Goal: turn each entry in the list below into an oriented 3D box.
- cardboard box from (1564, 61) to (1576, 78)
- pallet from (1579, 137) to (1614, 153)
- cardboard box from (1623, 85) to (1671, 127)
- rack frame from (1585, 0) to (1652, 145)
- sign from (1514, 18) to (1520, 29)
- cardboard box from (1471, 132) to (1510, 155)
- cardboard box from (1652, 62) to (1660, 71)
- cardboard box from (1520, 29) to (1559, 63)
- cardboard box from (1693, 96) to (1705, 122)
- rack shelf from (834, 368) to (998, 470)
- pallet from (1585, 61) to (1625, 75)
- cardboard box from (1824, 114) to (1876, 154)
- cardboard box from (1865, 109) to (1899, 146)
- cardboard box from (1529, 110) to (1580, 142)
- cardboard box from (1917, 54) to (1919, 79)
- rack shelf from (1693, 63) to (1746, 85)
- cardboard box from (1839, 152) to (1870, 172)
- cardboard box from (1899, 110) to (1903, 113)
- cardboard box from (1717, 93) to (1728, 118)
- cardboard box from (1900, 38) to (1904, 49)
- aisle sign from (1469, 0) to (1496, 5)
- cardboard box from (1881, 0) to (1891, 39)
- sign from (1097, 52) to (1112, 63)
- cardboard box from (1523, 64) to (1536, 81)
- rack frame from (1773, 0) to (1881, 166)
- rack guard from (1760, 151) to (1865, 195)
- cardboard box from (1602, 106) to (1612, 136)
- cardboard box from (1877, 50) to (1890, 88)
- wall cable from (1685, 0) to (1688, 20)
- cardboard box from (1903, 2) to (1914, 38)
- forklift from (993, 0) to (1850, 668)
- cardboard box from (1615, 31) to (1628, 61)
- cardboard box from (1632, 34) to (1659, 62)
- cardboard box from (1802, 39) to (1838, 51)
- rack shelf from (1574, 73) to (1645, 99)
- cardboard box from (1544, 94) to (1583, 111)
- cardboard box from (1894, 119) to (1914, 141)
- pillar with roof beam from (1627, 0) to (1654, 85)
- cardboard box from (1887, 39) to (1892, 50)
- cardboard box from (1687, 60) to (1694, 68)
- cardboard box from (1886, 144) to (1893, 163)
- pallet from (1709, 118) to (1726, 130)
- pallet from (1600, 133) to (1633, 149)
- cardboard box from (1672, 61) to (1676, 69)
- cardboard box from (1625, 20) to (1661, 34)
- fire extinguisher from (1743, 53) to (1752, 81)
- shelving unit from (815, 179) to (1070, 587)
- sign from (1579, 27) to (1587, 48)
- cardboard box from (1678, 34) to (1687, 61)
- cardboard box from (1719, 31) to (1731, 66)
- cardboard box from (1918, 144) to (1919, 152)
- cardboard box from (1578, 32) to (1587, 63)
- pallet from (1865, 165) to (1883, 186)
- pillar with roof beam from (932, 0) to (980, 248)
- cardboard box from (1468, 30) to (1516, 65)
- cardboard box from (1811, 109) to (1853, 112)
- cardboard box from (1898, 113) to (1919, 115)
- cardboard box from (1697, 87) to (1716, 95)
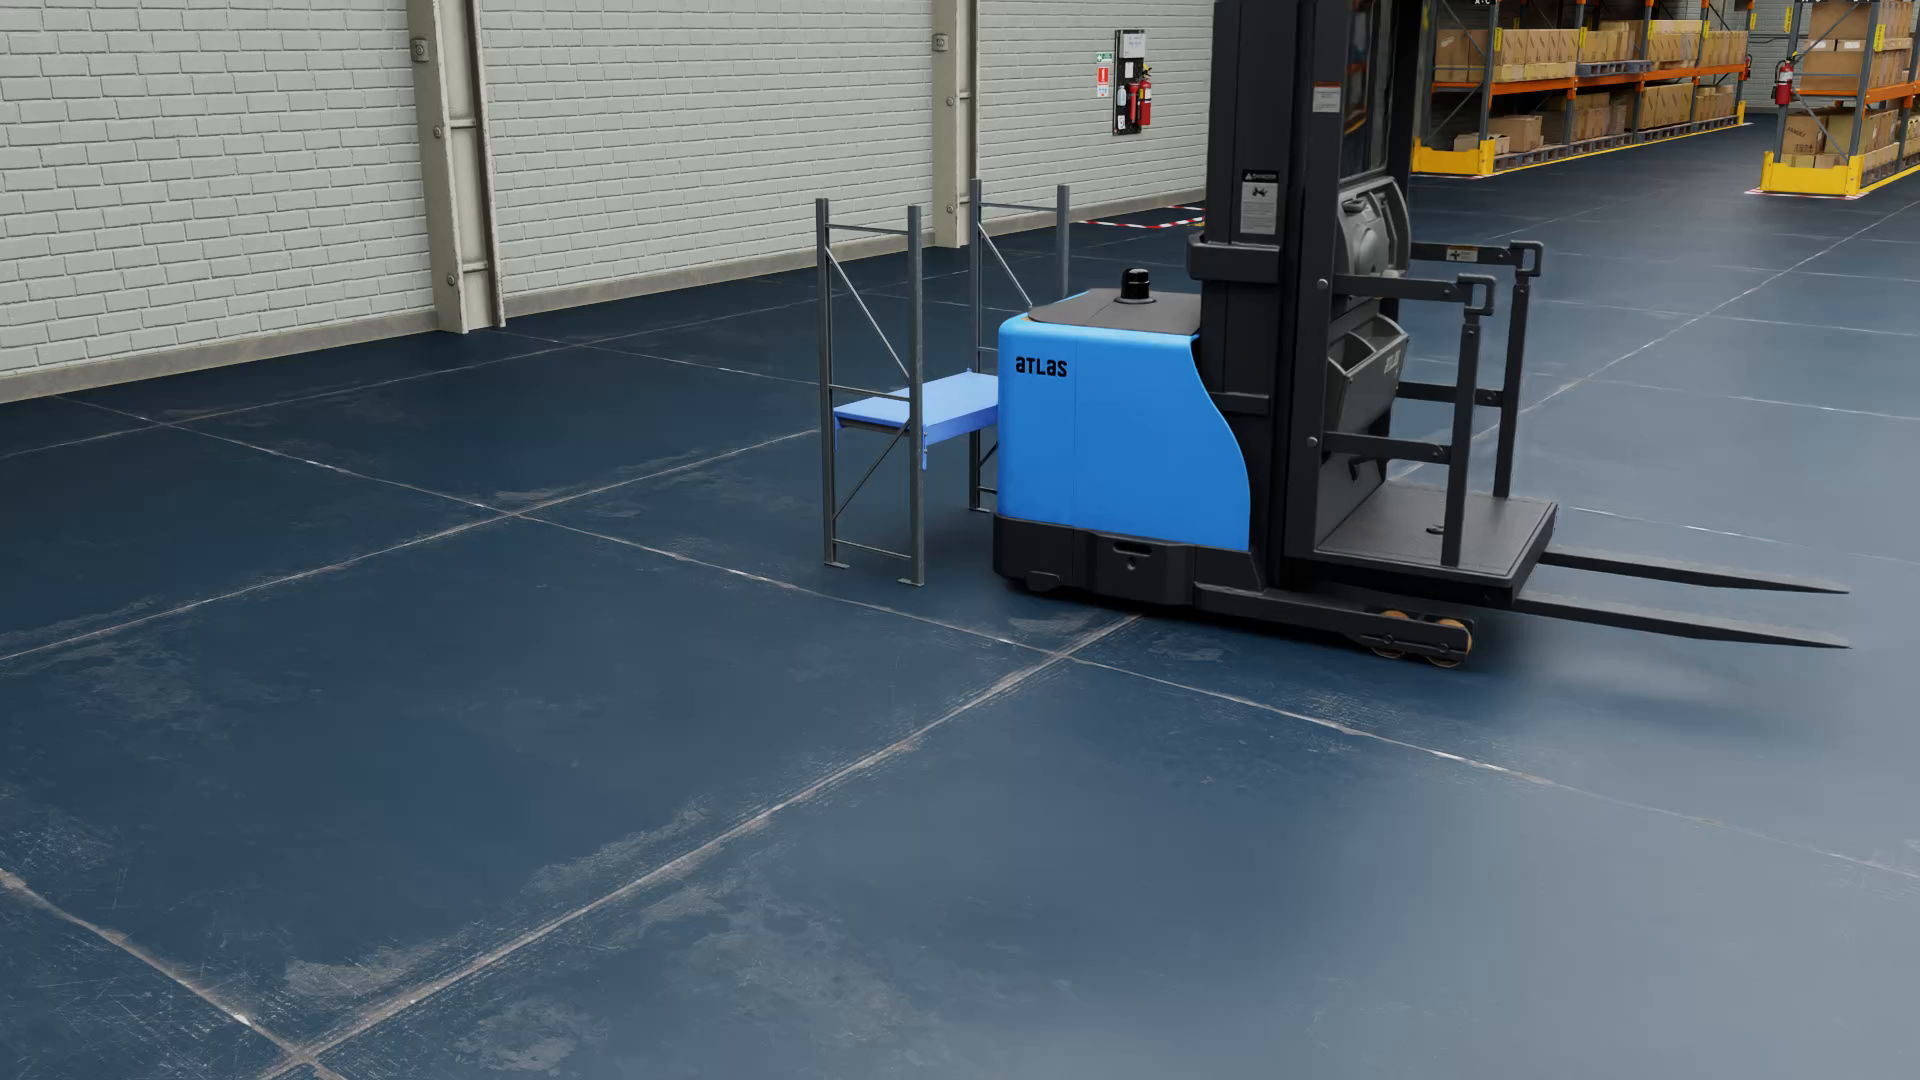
[{"bbox_3d":[9.731,-7.696,27.189,0.500,0.250,0.500,12,21,35],"label":"cardboard box"},{"bbox_3d":[10.959,-7.071,29.656,1.003,0.211,1.213,12,21,35],"label":"pallet"},{"bbox_3d":[13.224,-8.411,32.187,0.750,0.750,0.750,12,21,34],"label":"cardboard box"},{"bbox_3d":[12.153,-8.877,30.773,1.000,3.000,0.127,12,21,35],"label":"rack frame"},{"bbox_3d":[9.322,-8.575,27.847,0.100,0.325,0.005,12,21,35],"label":"sign"},{"bbox_3d":[8.211,-6.183,25.887,0.500,0.311,0.500,15,22,39],"label":"cardboard box"},{"bbox_3d":[12.919,-8.911,31.272,0.380,0.149,0.250,13,22,36],"label":"cardboard box"},{"bbox_3d":[9.135,-7.816,26.308,0.500,0.500,0.500,12,21,33],"label":"cardboard box"},{"bbox_3d":[15.065,-8.997,34.665,0.700,0.500,0.500,13,21,35],"label":"cardboard box"},{"bbox_3d":[-0.051,-0.524,7.009,0.538,0.185,1.000,12,21,35],"label":"rack shelf"},{"bbox_3d":[11.007,-8.307,29.260,1.003,0.211,1.213,12,21,35],"label":"pallet"},{"bbox_3d":[12.162,-5.551,22.725,0.500,0.500,0.500,12,21,35],"label":"cardboard box"},{"bbox_3d":[13.343,-6.030,24.267,0.500,0.500,0.500,12,21,35],"label":"cardboard box"},{"bbox_3d":[10.195,-7.119,28.585,0.700,0.500,0.500,13,22,37],"label":"cardboard box"},{"bbox_3d":[14.834,-7.523,26.242,0.500,0.500,0.500,12,21,35],"label":"cardboard box"},{"bbox_3d":[15.728,-9.963,35.482,1.077,0.370,4.000,12,21,35],"label":"rack shelf"},{"bbox_3d":[12.160,-5.193,22.837,0.500,0.250,0.500,12,21,35],"label":"cardboard box"},{"bbox_3d":[15.586,-7.085,27.985,0.500,0.311,0.500,13,22,37],"label":"cardboard box"},{"bbox_3d":[16.285,-9.486,36.240,0.700,0.500,0.500,12,21,35],"label":"cardboard box"},{"bbox_3d":[13.302,-7.121,23.855,0.380,0.149,0.250,12,21,35],"label":"cardboard box"},{"bbox_3d":[7.585,-8.143,24.026,0.394,0.787,0.004,12,21,35],"label":"aisle sign"},{"bbox_3d":[12.296,-7.133,22.799,0.700,0.500,0.500,13,21,35],"label":"cardboard box"},{"bbox_3d":[1.629,-5.437,18.740,0.001,0.109,0.331,12,21,35],"label":"sign"},{"bbox_3d":[8.539,-7.217,25.644,0.500,0.250,0.500,12,21,34],"label":"cardboard box"},{"bbox_3d":[11.367,-6.098,21.821,1.000,3.000,0.127,12,21,35],"label":"rack frame"},{"bbox_3d":[11.353,-4.898,22.174,1.175,0.500,0.348,12,21,35],"label":"rack guard"},{"bbox_3d":[11.366,-7.611,30.168,0.700,0.500,0.500,12,21,35],"label":"cardboard box"},{"bbox_3d":[12.576,-6.623,23.346,0.700,0.500,0.500,13,22,36],"label":"cardboard box"},{"bbox_3d":[16.923,-11.740,38.279,0.084,1.984,1.851,12,21,35],"label":"wall cable"},{"bbox_3d":[13.491,-7.611,24.338,0.700,0.500,0.500,13,21,35],"label":"cardboard box"},{"bbox_3d":[1.682,-1.134,5.953,3.031,2.935,1.130,9,19,26],"label":"forklift"},{"bbox_3d":[11.570,-8.884,29.883,0.700,0.500,0.500,10,20,30],"label":"cardboard box"},{"bbox_3d":[12.648,-9.147,30.938,0.500,0.500,0.500,13,22,36],"label":"cardboard box"},{"bbox_3d":[11.442,-6.580,22.112,0.380,0.149,0.250,12,21,34],"label":"cardboard box"},{"bbox_3d":[10.962,-8.058,29.346,1.077,0.370,4.000,12,21,35],"label":"rack shelf"},{"bbox_3d":[10.455,-7.583,28.813,0.500,0.250,0.500,12,21,34],"label":"cardboard box"},{"bbox_3d":[14.197,-6.260,25.327,0.500,0.311,0.500,13,21,35],"label":"cardboard box"},{"bbox_3d":[17.717,-12.254,31.531,9.100,9.000,0.400,12,21,35],"label":"pillar with roof beam"},{"bbox_3d":[12.691,-6.877,23.067,0.380,0.149,0.250,13,21,35],"label":"cardboard box"},{"bbox_3d":[14.431,-9.525,33.248,0.380,0.149,0.250,13,21,36],"label":"cardboard box"},{"bbox_3d":[13.344,-5.671,24.377,0.500,0.250,0.500,12,21,35],"label":"cardboard box"},{"bbox_3d":[15.779,-8.958,35.733,1.003,0.211,1.213,12,21,35],"label":"pallet"},{"bbox_3d":[11.687,-7.360,30.588,1.003,0.211,1.213,12,21,35],"label":"pallet"},{"bbox_3d":[13.770,-9.294,32.505,0.380,0.149,0.250,12,21,33],"label":"cardboard box"},{"bbox_3d":[12.648,-9.504,30.824,0.500,0.250,0.500,13,22,36],"label":"cardboard box"},{"bbox_3d":[17.381,-10.522,36.829,0.296,0.674,0.183,12,21,35],"label":"fire extinguisher"},{"bbox_3d":[-0.051,-0.696,6.956,0.538,1.500,1.048,12,21,35],"label":"shelving unit"},{"bbox_3d":[10.210,-8.244,27.274,0.100,0.325,0.005,12,21,35],"label":"sign"},{"bbox_3d":[13.862,-9.634,32.504,0.500,0.500,0.500,12,21,35],"label":"cardboard box"},{"bbox_3d":[15.738,-10.448,35.324,0.980,0.700,0.700,11,20,32],"label":"cardboard box"},{"bbox_3d":[15.106,-6.356,26.583,0.500,0.250,0.500,13,21,36],"label":"cardboard box"},{"bbox_3d":[10.101,-8.298,27.996,0.700,0.500,0.500,12,21,35],"label":"cardboard box"},{"bbox_3d":[12.517,-5.245,23.777,1.003,0.211,1.213,12,21,35],"label":"pallet"},{"bbox_3d":[3.416,-6.538,13.123,9.100,9.000,0.400,12,21,35],"label":"pillar with roof beam"},{"bbox_3d":[7.913,-7.329,24.740,0.500,0.500,0.500,12,21,35],"label":"cardboard box"},{"bbox_3d":[12.627,-6.003,24.179,0.500,0.500,0.500,12,21,35],"label":"cardboard box"},{"bbox_3d":[15.412,-6.745,26.890,0.500,0.311,0.500,12,21,34],"label":"cardboard box"},{"bbox_3d":[15.726,-9.480,35.128,0.380,0.149,0.250,12,21,33],"label":"cardboard box"}]
